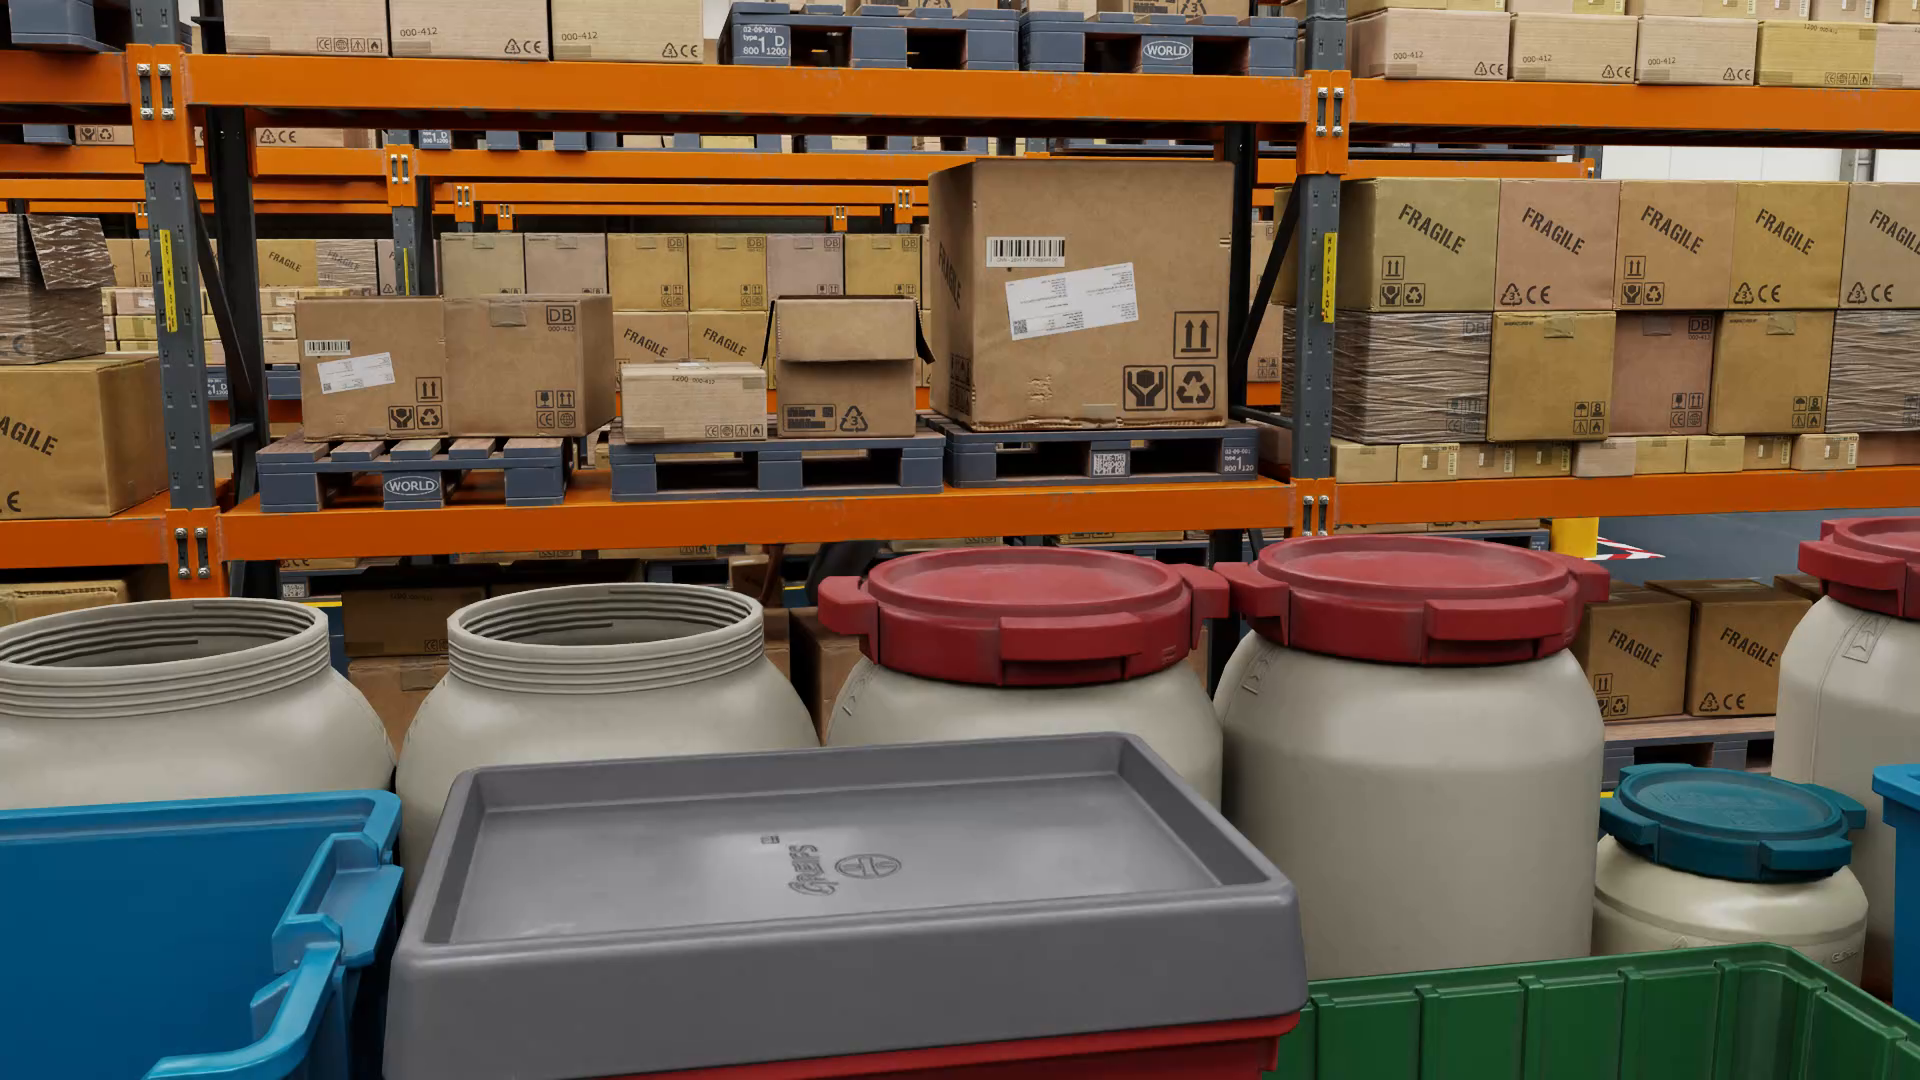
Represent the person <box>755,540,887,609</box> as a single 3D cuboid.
[{"bbox_3d":[-0.786,0.150,8.503,0.838,1.166,0.433,-2,10,-13],"label":"person"}]
